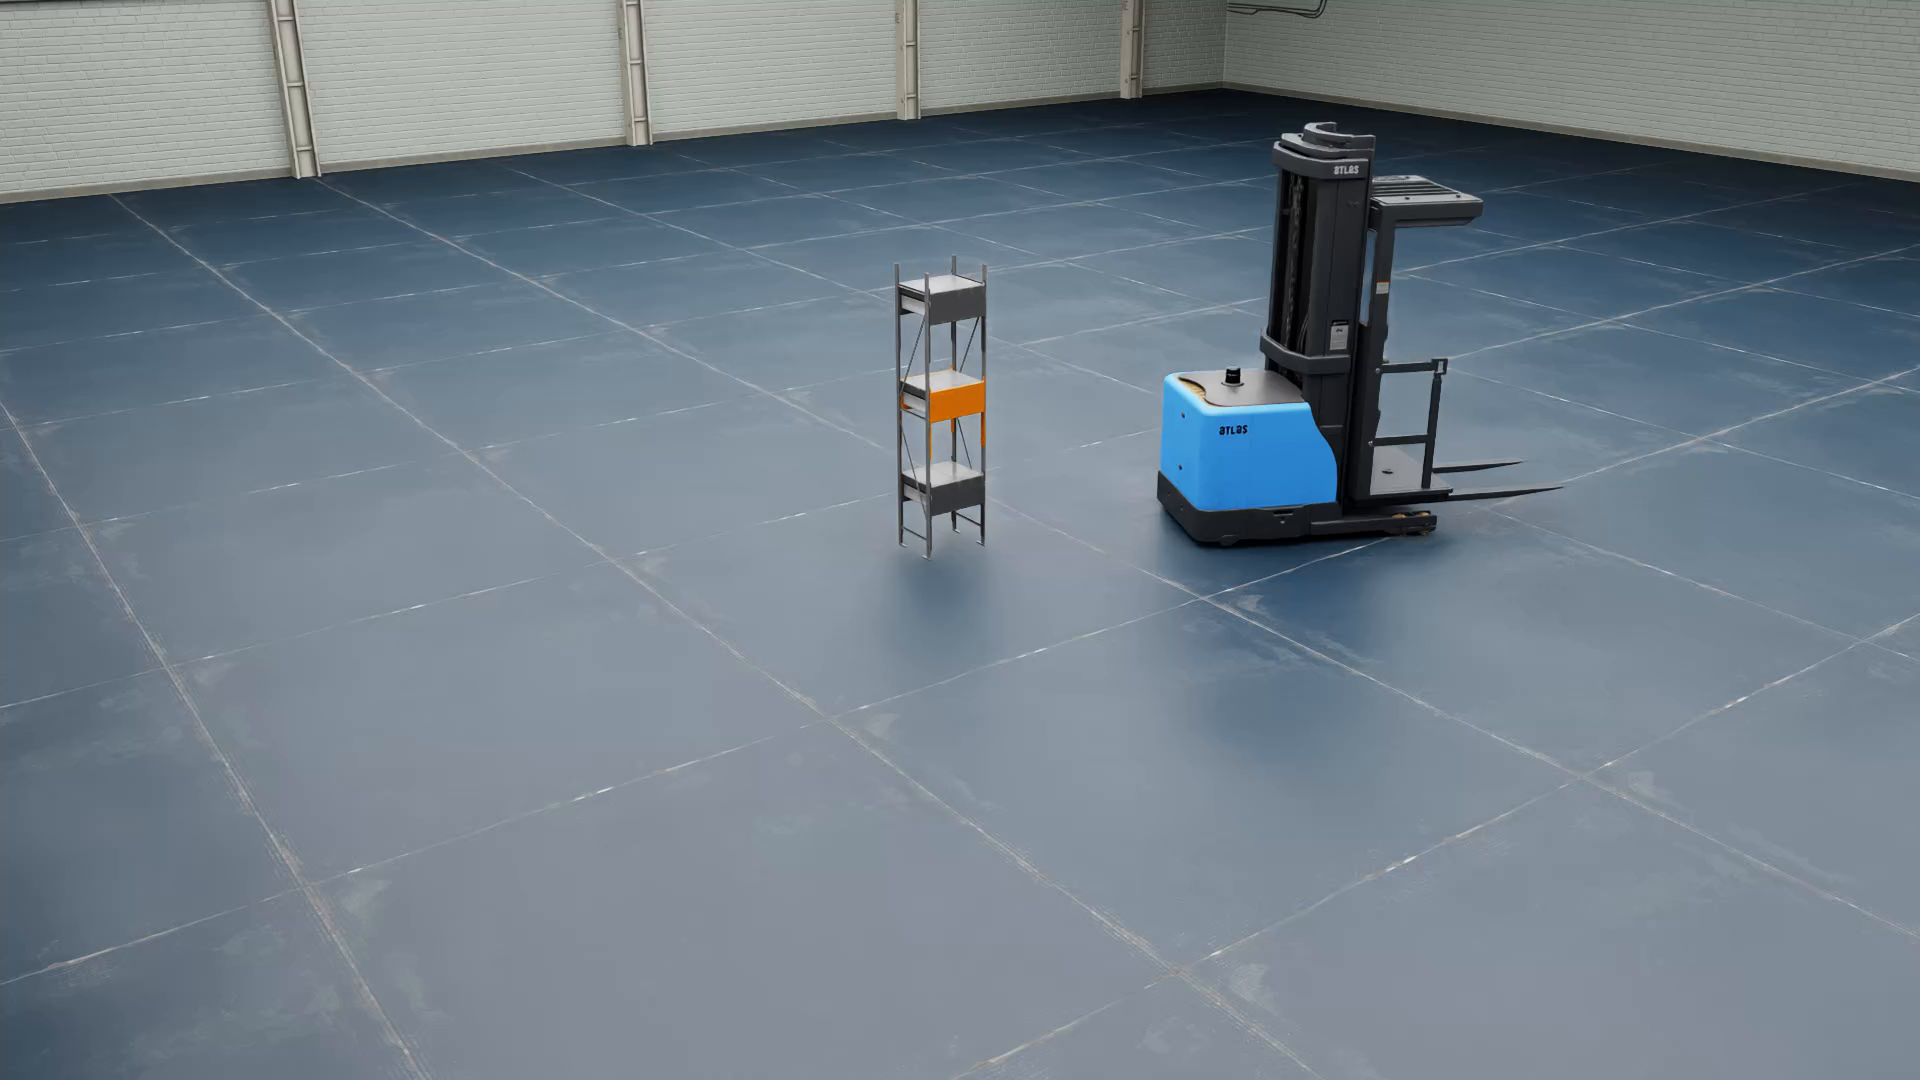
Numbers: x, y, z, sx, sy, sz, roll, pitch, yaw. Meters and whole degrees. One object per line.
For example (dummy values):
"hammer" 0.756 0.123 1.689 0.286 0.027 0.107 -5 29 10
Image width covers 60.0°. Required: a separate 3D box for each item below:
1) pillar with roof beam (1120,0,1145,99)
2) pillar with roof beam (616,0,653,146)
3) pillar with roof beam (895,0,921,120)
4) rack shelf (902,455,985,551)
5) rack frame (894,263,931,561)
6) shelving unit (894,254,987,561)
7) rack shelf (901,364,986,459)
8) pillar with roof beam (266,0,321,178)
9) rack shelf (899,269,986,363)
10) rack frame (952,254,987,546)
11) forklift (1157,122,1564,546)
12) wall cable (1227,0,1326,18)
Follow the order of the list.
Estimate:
"pillar with roof beam" 6.334 -12.792 32.313 0.400 9.000 9.100 -15 26 -33
"pillar with roof beam" -3.407 -10.195 25.804 0.400 9.000 9.100 -15 26 -33
"pillar with roof beam" 1.464 -11.494 29.058 0.400 9.000 9.100 -15 26 -33
"rack shelf" -0.134 -0.277 12.182 0.480 0.518 0.431 -15 26 -33
"rack frame" -0.332 -0.887 11.785 0.015 2.100 0.400 -15 26 -33
"shelving unit" -0.134 -0.939 11.917 0.503 2.100 0.431 -15 26 -33
"rack shelf" -0.134 -0.927 11.922 0.480 0.518 0.431 -15 26 -33
"pillar with roof beam" -8.277 -8.896 22.549 0.400 9.000 9.100 -15 26 -33
"rack shelf" -0.134 -1.577 11.663 0.480 0.518 0.431 -15 26 -33
"rack frame" 0.064 -0.992 12.050 0.015 2.100 0.400 -15 26 -33
"forklift" 3.111 -1.574 12.387 3.031 2.935 1.130 -4 22 -11
"wall cable" 6.984 -12.885 36.735 0.112 2.526 3.097 -15 26 -33
